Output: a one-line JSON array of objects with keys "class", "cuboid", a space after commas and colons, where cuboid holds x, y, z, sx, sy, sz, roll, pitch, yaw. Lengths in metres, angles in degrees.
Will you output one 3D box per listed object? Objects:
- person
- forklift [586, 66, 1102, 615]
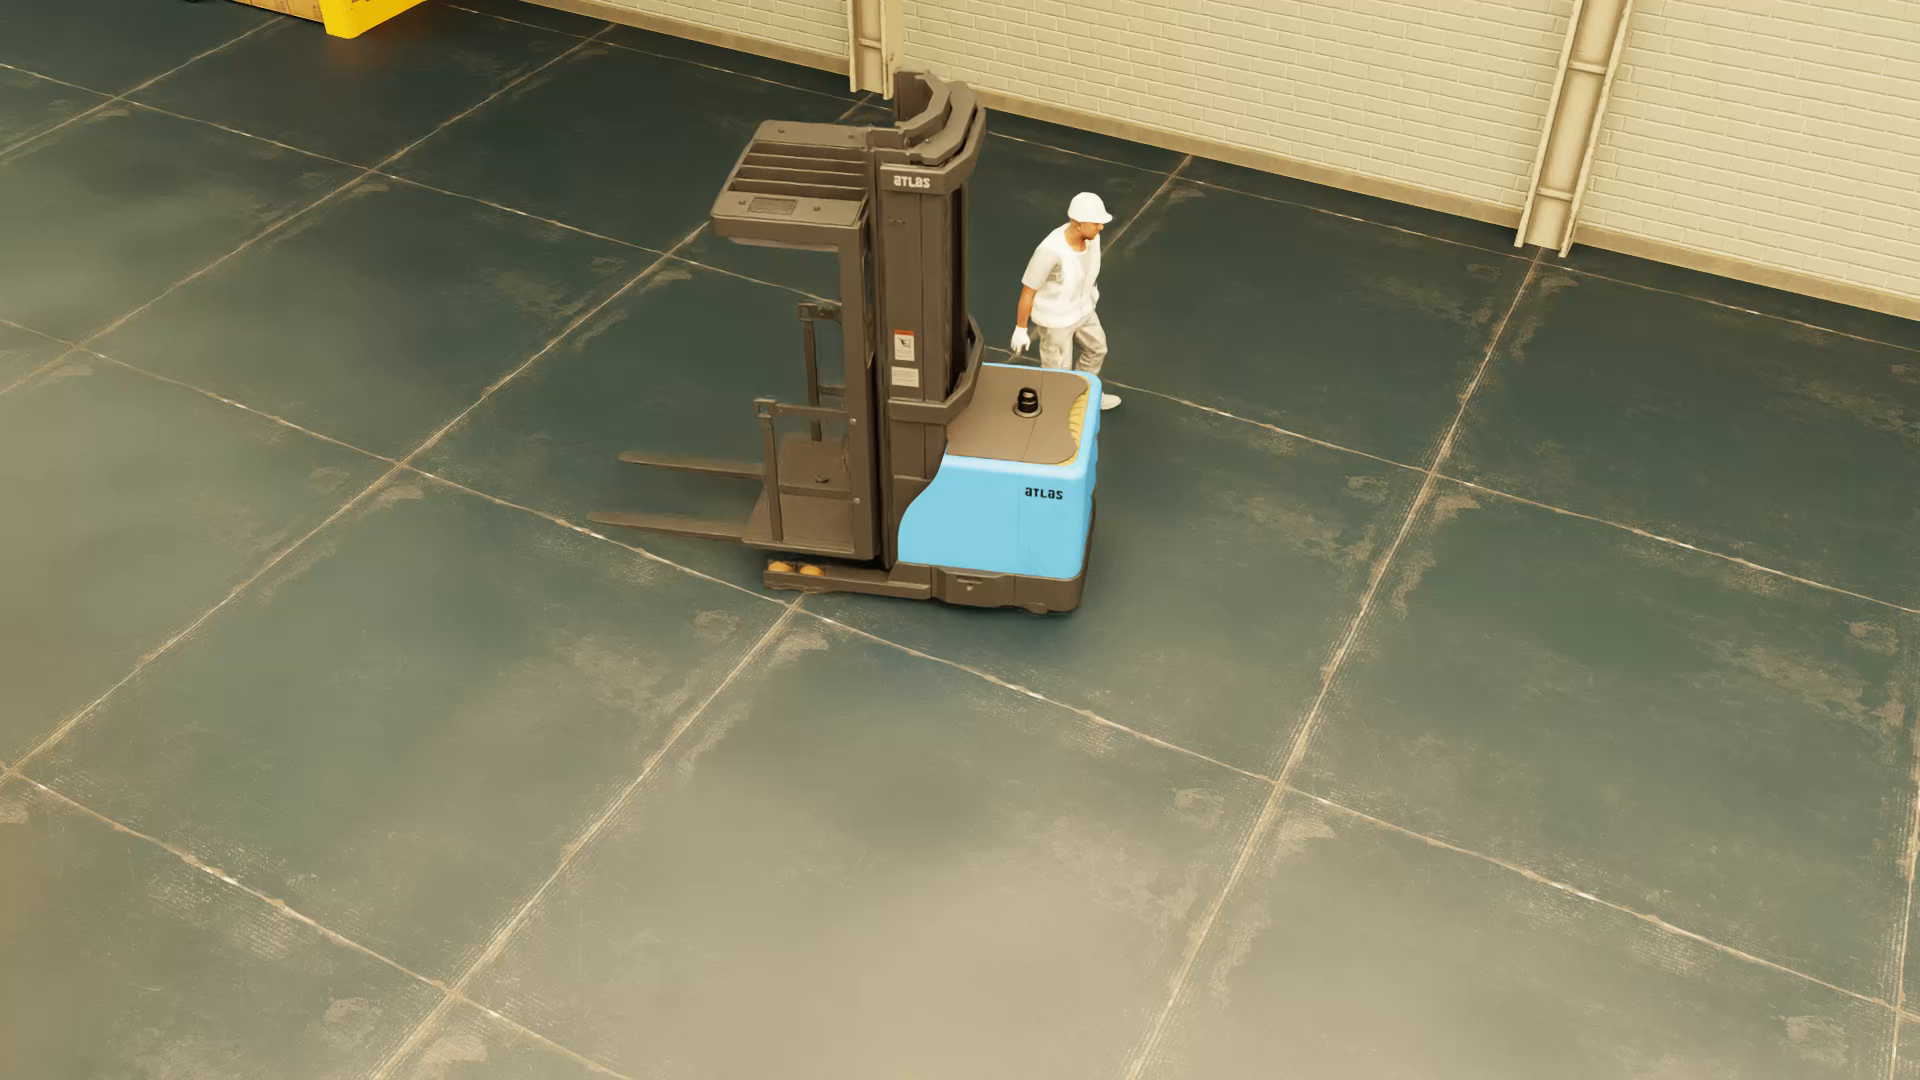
[{"class": "person", "cuboid": [0.708, -1.433, 10.614, 0.440, 1.746, 0.877, 28, 47, 29]}, {"class": "forklift", "cuboid": [-0.721, -1.133, 9.332, 3.031, 2.935, 1.130, 6, 40, 7]}]
